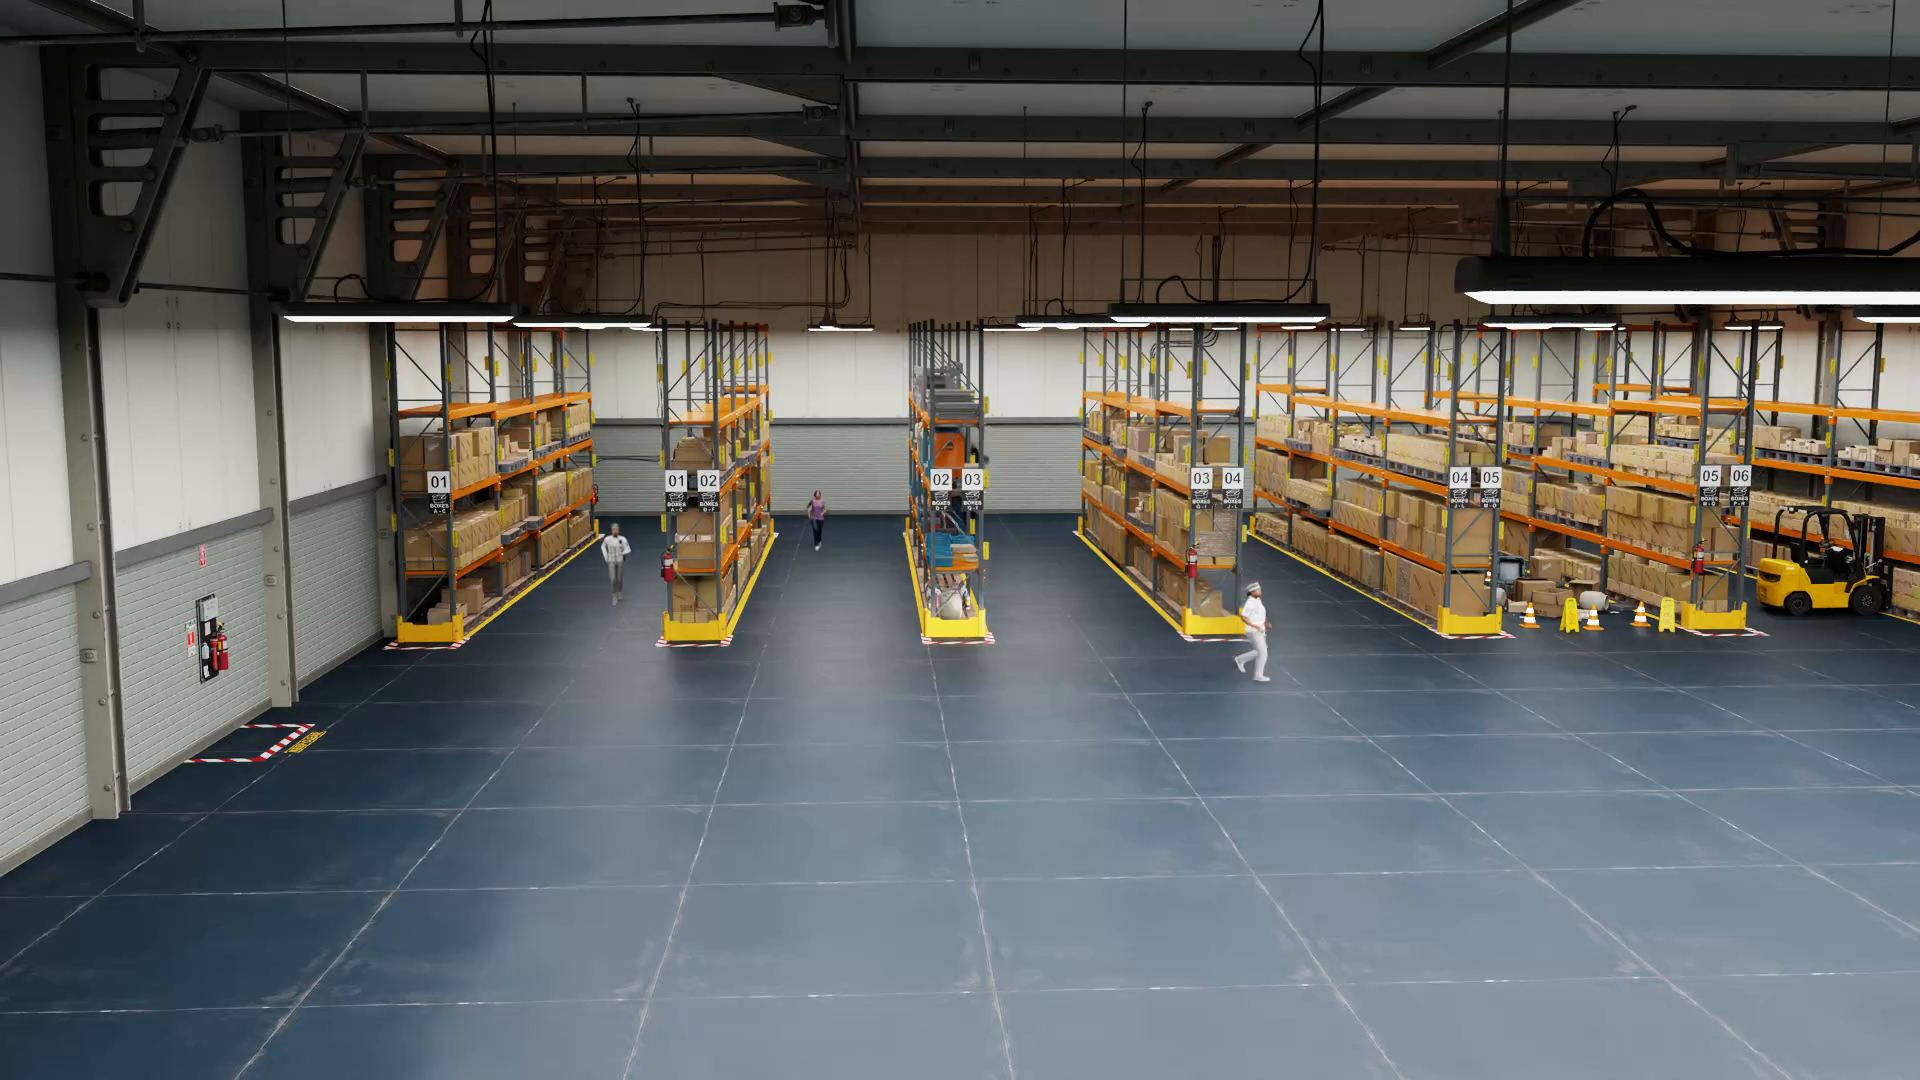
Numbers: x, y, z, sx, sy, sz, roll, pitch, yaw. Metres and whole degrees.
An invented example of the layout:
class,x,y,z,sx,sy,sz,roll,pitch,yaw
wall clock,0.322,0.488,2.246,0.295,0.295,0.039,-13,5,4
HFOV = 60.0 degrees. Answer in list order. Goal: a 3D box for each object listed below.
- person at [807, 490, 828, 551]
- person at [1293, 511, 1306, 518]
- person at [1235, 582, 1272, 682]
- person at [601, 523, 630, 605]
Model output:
class,x,y,z,sx,sy,sz,roll,pitch,yaw
person,-3.803,-0.527,44.346,0.541,1.638,0.733,-1,7,-9
person,9.857,-1.141,48.719,0.661,1.710,0.728,7,10,43
person,4.844,1.503,27.569,0.644,1.653,0.578,4,8,28
person,-7.365,0.486,35.615,0.615,1.716,0.774,-1,7,-9
